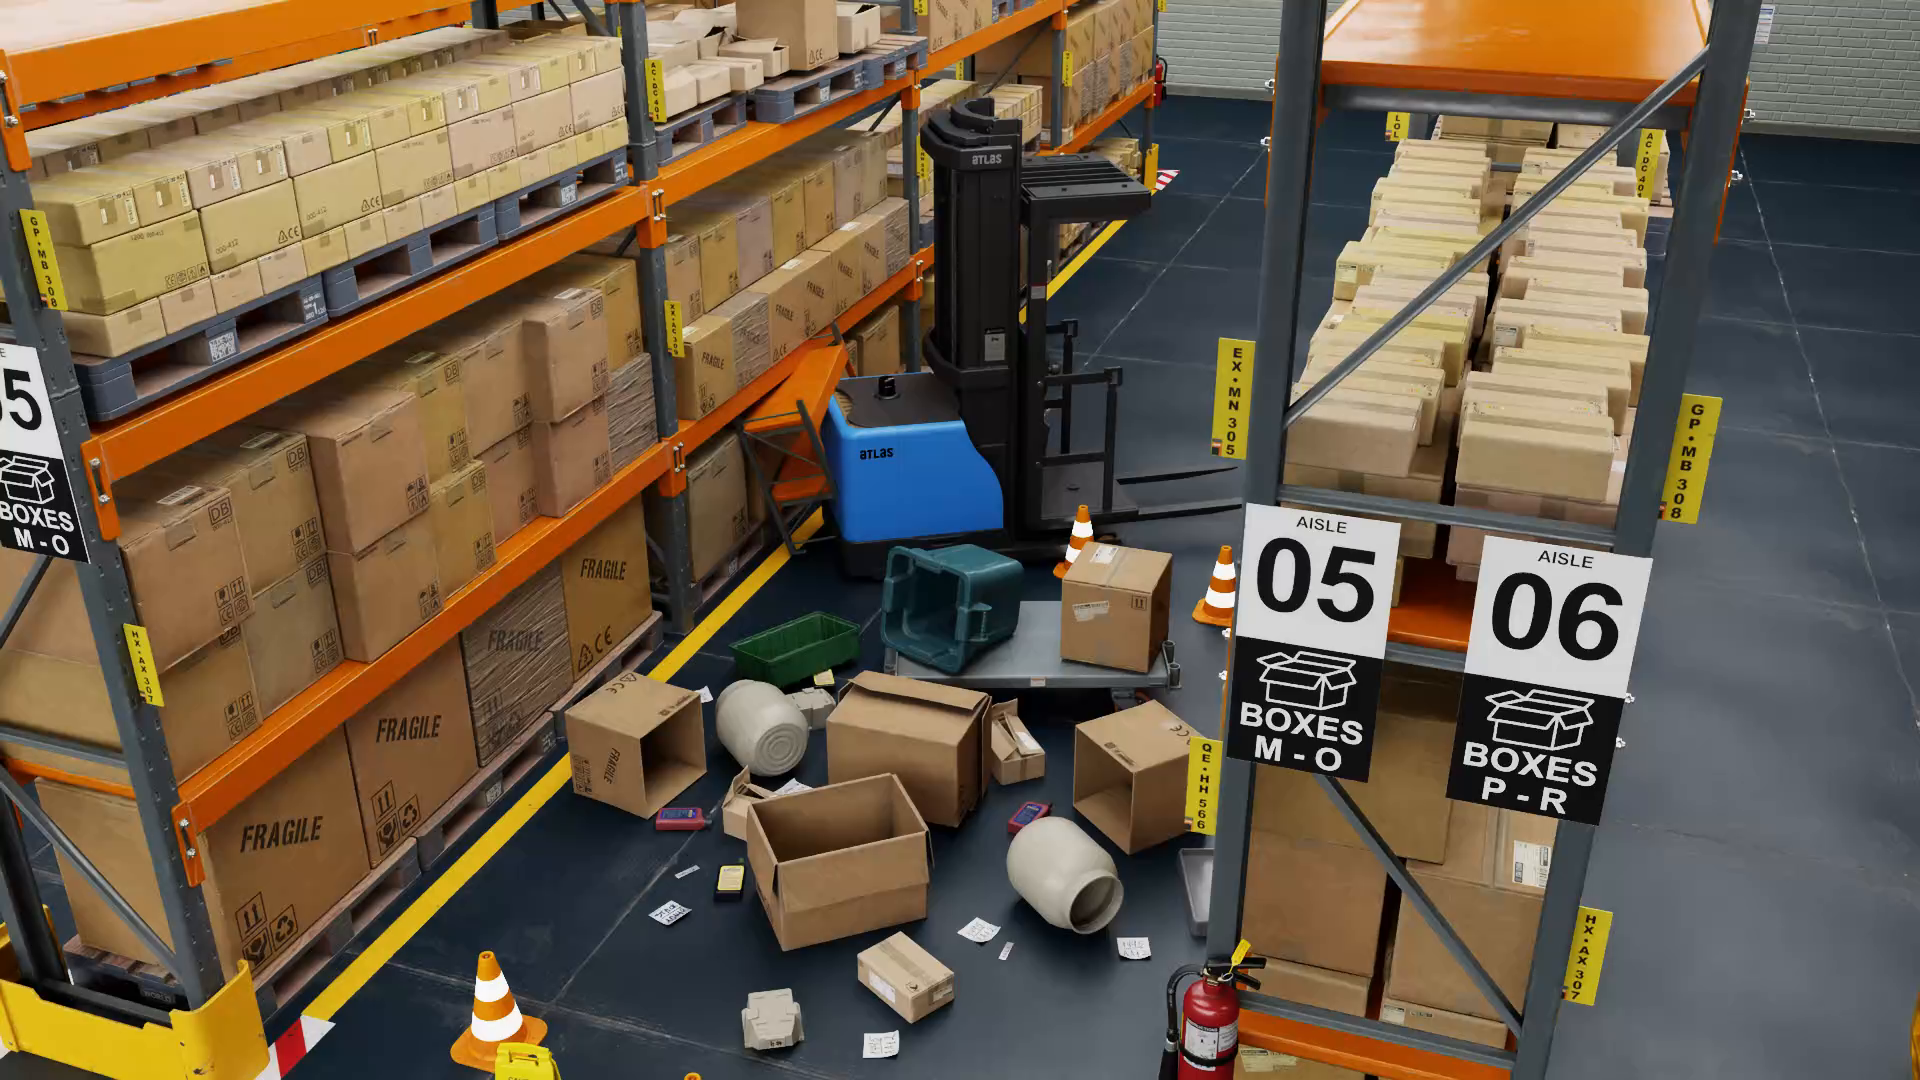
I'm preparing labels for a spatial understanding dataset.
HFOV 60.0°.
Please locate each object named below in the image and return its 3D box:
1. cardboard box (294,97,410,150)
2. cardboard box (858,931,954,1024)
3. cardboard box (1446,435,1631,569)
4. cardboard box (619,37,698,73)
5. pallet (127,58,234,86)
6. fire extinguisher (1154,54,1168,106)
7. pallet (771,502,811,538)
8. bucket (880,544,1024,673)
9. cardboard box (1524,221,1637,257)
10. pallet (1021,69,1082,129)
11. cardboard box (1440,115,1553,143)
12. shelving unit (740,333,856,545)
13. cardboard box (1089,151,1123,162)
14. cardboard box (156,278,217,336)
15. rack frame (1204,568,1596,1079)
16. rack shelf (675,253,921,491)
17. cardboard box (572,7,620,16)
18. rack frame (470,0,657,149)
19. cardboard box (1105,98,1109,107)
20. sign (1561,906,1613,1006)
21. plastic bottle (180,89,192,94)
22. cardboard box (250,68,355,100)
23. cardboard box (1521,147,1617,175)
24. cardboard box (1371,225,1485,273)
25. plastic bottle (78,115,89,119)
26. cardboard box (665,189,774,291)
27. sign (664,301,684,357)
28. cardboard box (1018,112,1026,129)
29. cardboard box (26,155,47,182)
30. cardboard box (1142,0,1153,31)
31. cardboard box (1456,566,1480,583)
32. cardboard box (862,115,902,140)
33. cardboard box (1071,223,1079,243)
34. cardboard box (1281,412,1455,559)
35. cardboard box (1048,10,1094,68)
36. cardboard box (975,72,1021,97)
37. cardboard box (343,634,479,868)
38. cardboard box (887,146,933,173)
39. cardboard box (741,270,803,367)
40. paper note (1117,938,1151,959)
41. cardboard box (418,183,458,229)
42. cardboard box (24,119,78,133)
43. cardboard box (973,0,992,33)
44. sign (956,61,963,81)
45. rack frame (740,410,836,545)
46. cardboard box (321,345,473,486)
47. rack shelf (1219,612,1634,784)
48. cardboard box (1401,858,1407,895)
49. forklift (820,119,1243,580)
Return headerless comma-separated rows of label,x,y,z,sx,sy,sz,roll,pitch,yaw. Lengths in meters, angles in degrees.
cardboard box,-2.552,-1.753,6.986,0.380,0.149,0.250,9,27,18
cardboard box,-0.239,1.924,7.329,0.250,0.149,0.380,-20,33,-36
cardboard box,1.648,-0.112,4.652,0.500,0.250,0.500,8,27,17
cardboard box,-1.937,-2.904,10.163,0.500,0.250,0.500,9,27,17
pallet,-6.136,-3.539,12.115,1.213,0.211,1.003,9,27,17
fire extinguisher,2.372,-5.613,20.142,0.296,0.674,0.183,9,27,17
pallet,1.337,-0.649,12.571,6.107,0.211,4.108,9,27,17
bucket,-0.012,0.331,9.359,0.726,0.611,0.620,20,22,35
cardboard box,2.293,-1.063,6.158,0.380,0.149,0.250,9,27,18
pallet,-9.991,-4.717,16.270,20.827,1.712,8.533,9,27,17
cardboard box,2.634,-2.125,8.095,0.500,0.250,0.500,9,27,19
shelving unit,-0.990,-0.689,11.234,0.538,0.981,1.030,-9,33,17
cardboard box,1.665,-4.382,19.188,0.380,0.149,0.250,8,27,15
cardboard box,-2.971,-0.875,6.087,0.380,0.149,0.250,9,27,18
rack frame,1.230,1.472,4.991,1.000,3.000,0.127,9,27,17
rack shelf,-1.475,-1.346,11.637,1.077,0.370,4.000,9,27,17
cardboard box,-4.051,-5.733,18.843,0.500,0.500,0.500,9,27,18
rack frame,-2.141,-3.548,8.476,1.000,3.000,0.127,9,27,17
cardboard box,1.426,-4.863,18.364,0.380,0.149,0.250,9,27,18
sign,-7.792,-4.021,15.298,25.968,0.365,16.011,9,27,17
plastic bottle,-8.790,-5.167,18.760,0.144,0.351,0.185,9,27,17
cardboard box,-3.005,-2.054,7.609,0.380,0.149,0.250,9,27,17
cardboard box,2.661,-1.606,7.279,0.380,0.149,0.250,9,27,19
cardboard box,1.709,-1.035,6.100,0.380,0.149,0.250,9,27,18
plastic bottle,-9.248,-4.518,17.496,0.061,0.283,0.133,9,27,17
cardboard box,-1.643,-1.967,10.833,0.700,0.500,0.500,9,27,18
sign,-9.128,-2.400,11.828,16.064,0.392,0.098,9,27,17
cardboard box,0.403,-3.943,15.641,0.380,0.149,0.250,10,28,20
cardboard box,-3.595,-1.324,6.101,0.380,0.149,0.250,9,27,18
cardboard box,1.935,-6.184,19.201,0.500,0.500,0.500,8,27,16
cardboard box,1.649,0.025,4.826,0.380,0.149,0.250,8,27,16
cardboard box,-0.646,-3.634,14.662,0.380,0.149,0.250,10,28,20
cardboard box,1.034,-3.254,17.541,0.380,0.149,0.250,10,27,19
cardboard box,1.146,-0.194,4.820,0.500,0.250,0.500,8,27,17
cardboard box,1.060,-5.130,17.023,0.500,0.500,0.500,8,27,16
cardboard box,0.416,-4.554,16.982,0.500,0.500,0.500,9,27,18
cardboard box,-3.018,0.913,8.102,0.875,0.875,0.875,8,27,17
cardboard box,-0.386,-3.108,13.575,0.380,0.149,0.250,8,27,16
cardboard box,-1.376,-1.483,10.979,0.500,0.500,0.500,9,27,17
paper note,0.796,1.859,7.600,0.142,0.019,0.148,0,26,-1
cardboard box,-2.467,-1.496,7.370,0.380,0.149,0.250,9,27,17
cardboard box,-6.388,-2.374,11.765,1.000,1.000,1.000,9,27,18
cardboard box,-0.047,-4.496,13.760,0.500,0.500,0.500,9,27,17
sign,0.007,-4.601,16.540,0.100,0.325,0.005,9,27,17
rack frame,-1.065,-0.395,10.826,0.475,0.981,0.013,-9,33,17
cardboard box,-2.848,-0.591,7.841,0.875,0.550,0.500,9,27,17
rack shelf,1.895,-0.376,6.192,1.077,0.370,4.000,9,27,17
cardboard box,1.818,0.925,5.664,0.500,0.500,0.500,10,27,19
forklift,0.608,-1.342,10.983,3.031,2.843,1.129,-6,26,-12
